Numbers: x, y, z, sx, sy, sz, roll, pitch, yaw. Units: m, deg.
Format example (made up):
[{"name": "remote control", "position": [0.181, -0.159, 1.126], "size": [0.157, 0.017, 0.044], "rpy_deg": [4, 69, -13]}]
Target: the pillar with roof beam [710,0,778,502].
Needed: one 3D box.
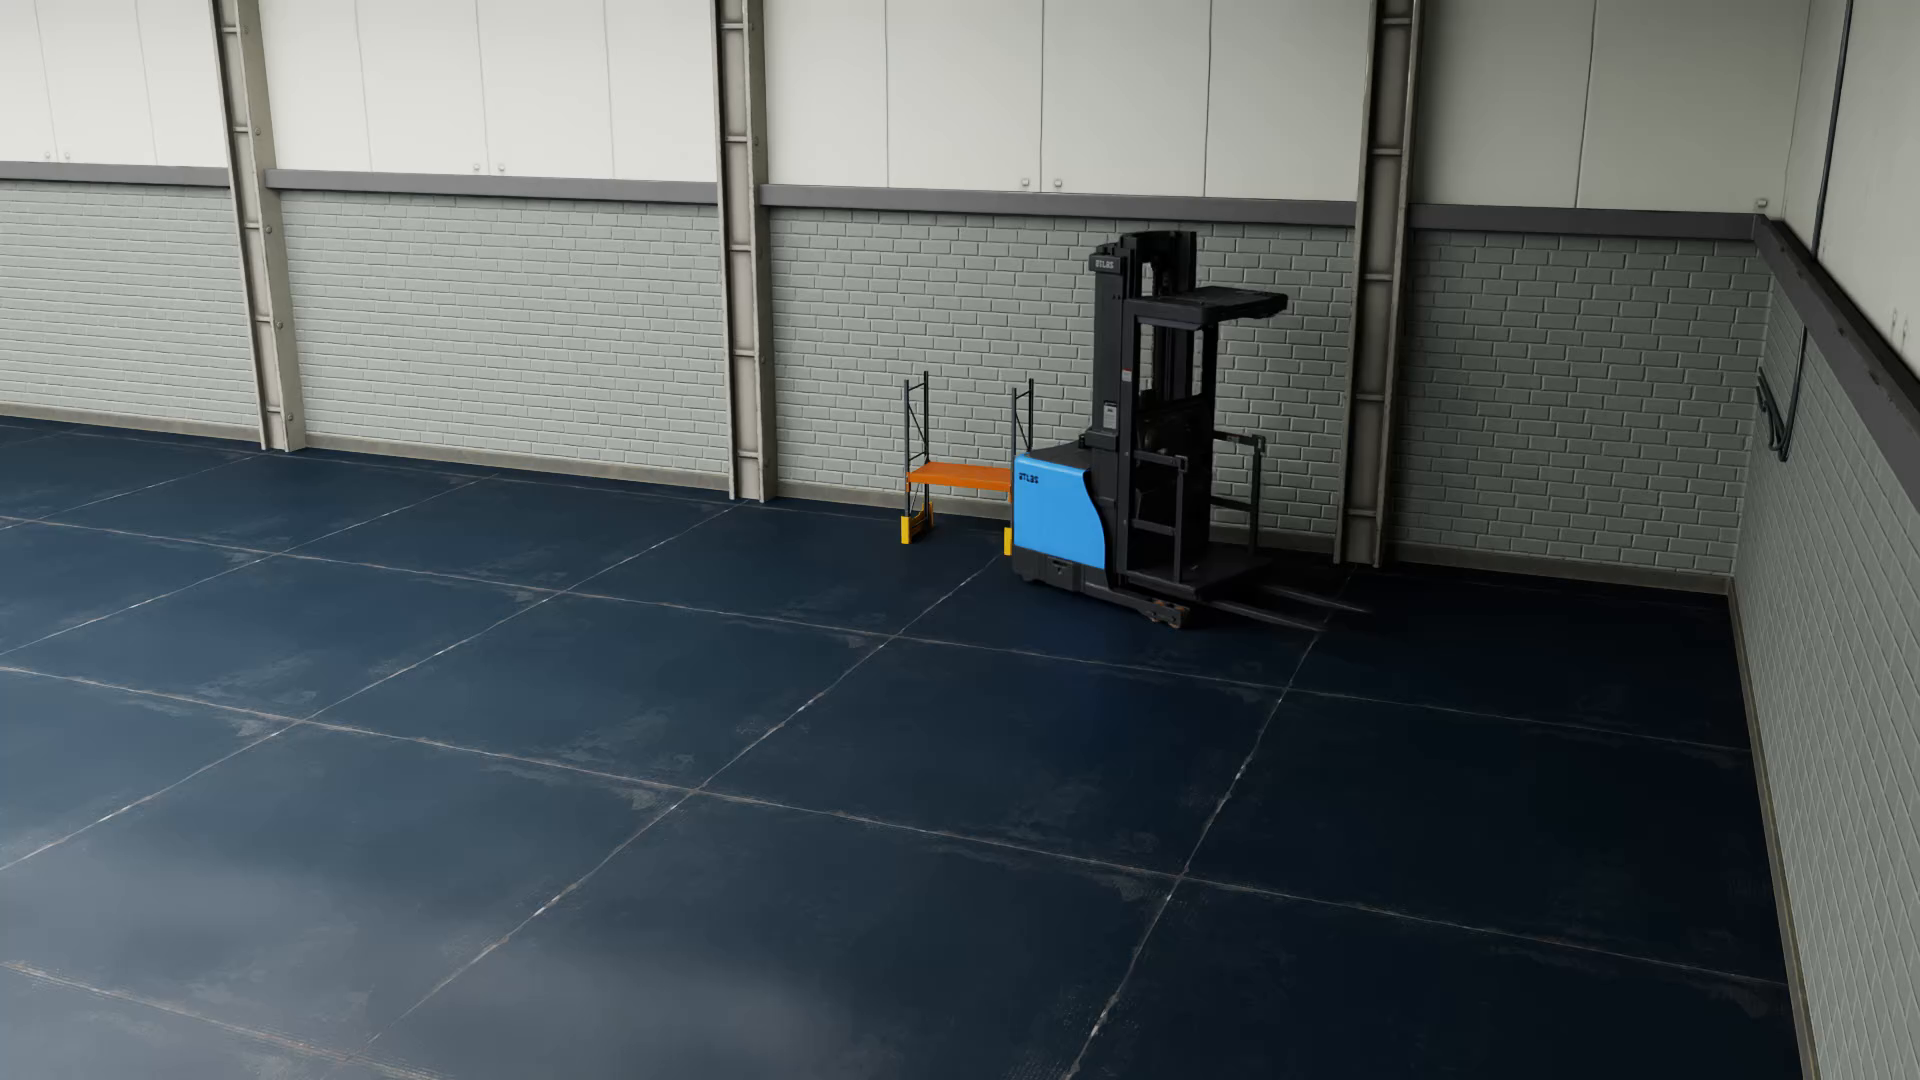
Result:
[{"name": "pillar with roof beam", "position": [-3.652, -3.638, 11.640], "size": [0.400, 9.000, 9.100], "rpy_deg": [6, 17, 21]}]

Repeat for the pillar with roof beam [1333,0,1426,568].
[{"name": "pillar with roof beam", "position": [1.929, -3.024, 9.526], "size": [0.400, 9.000, 9.100], "rpy_deg": [6, 17, 21]}]

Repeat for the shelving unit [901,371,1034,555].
[{"name": "shelving unit", "position": [0.071, -0.712, 15.014], "size": [1.083, 1.500, 0.587], "rpy_deg": [6, 17, 21]}]

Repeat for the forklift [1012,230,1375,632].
[{"name": "forklift", "position": [1.839, -0.887, 13.047], "size": [3.031, 2.935, 1.130], "rpy_deg": [15, 22, 42]}]

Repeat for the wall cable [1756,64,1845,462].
[{"name": "wall cable", "position": [5.764, -2.005, 11.585], "size": [0.112, 2.526, 3.097], "rpy_deg": [6, 17, 21]}]

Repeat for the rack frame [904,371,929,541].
[{"name": "rack frame", "position": [-0.394, -0.764, 15.190], "size": [0.032, 1.500, 0.500], "rpy_deg": [6, 17, 21]}]

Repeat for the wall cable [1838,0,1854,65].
[{"name": "wall cable", "position": [4.771, -3.729, 8.464], "size": [0.112, 2.526, 3.097], "rpy_deg": [6, 17, 21]}]

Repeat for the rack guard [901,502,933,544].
[{"name": "rack guard", "position": [-0.392, -0.163, 15.364], "size": [0.087, 0.250, 0.587], "rpy_deg": [6, 17, 21]}]

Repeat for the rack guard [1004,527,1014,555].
[{"name": "rack guard", "position": [0.534, -0.061, 15.013], "size": [0.087, 0.250, 0.587], "rpy_deg": [6, 17, 21]}]

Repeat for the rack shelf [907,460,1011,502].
[{"name": "rack shelf", "position": [0.079, -0.539, 15.061], "size": [1.000, 0.185, 0.538], "rpy_deg": [6, 17, 21]}]

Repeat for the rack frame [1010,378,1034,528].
[{"name": "rack frame", "position": [0.552, -0.660, 14.832], "size": [0.032, 1.500, 0.500], "rpy_deg": [6, 17, 21]}]

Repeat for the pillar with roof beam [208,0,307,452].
[{"name": "pillar with roof beam", "position": [-9.234, -4.251, 13.754], "size": [0.400, 9.000, 9.100], "rpy_deg": [6, 17, 21]}]
